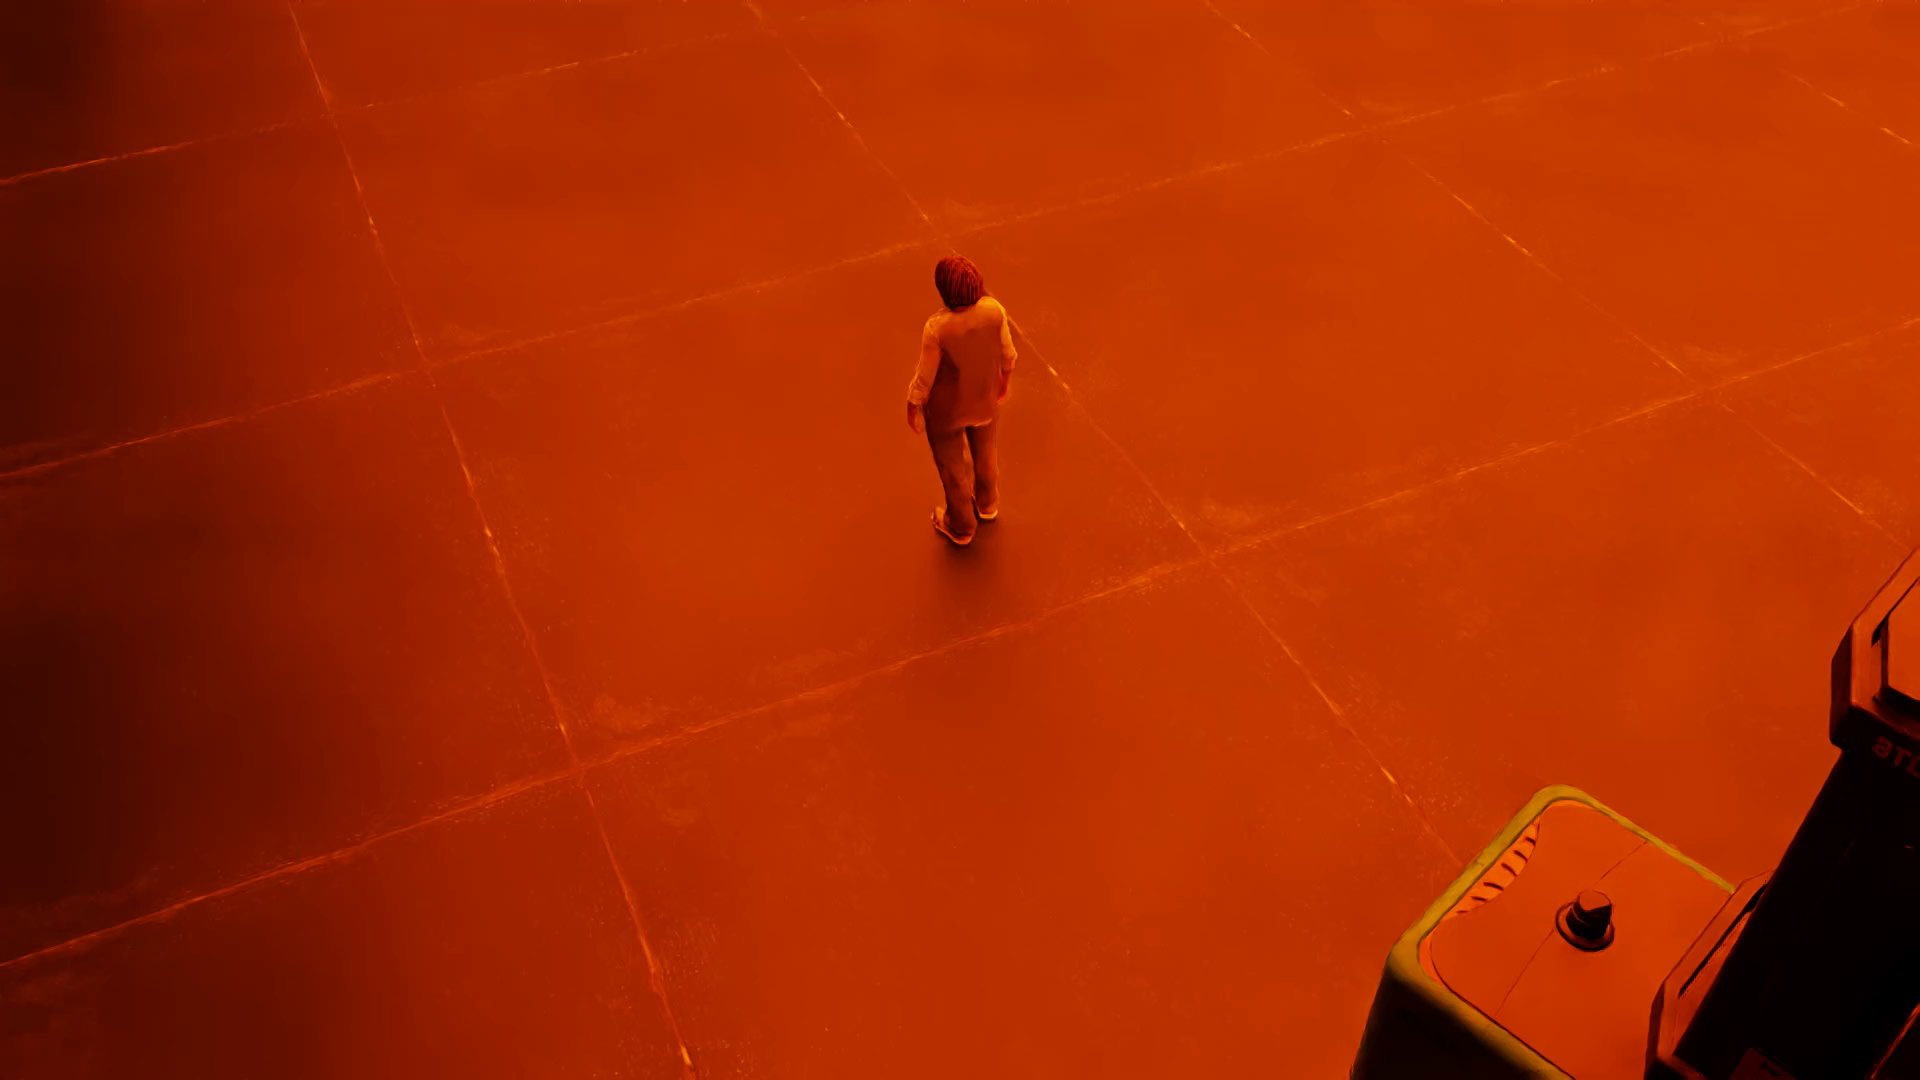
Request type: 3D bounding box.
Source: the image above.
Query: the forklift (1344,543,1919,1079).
[{"bbox_3d":[2.655,1.431,4.147,1.130,2.935,3.031,-34,53,-31],"label":"forklift"}]

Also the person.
[{"bbox_3d":[-0.018,-0.639,7.332,0.521,1.597,0.474,-18,46,-18],"label":"person"}]
